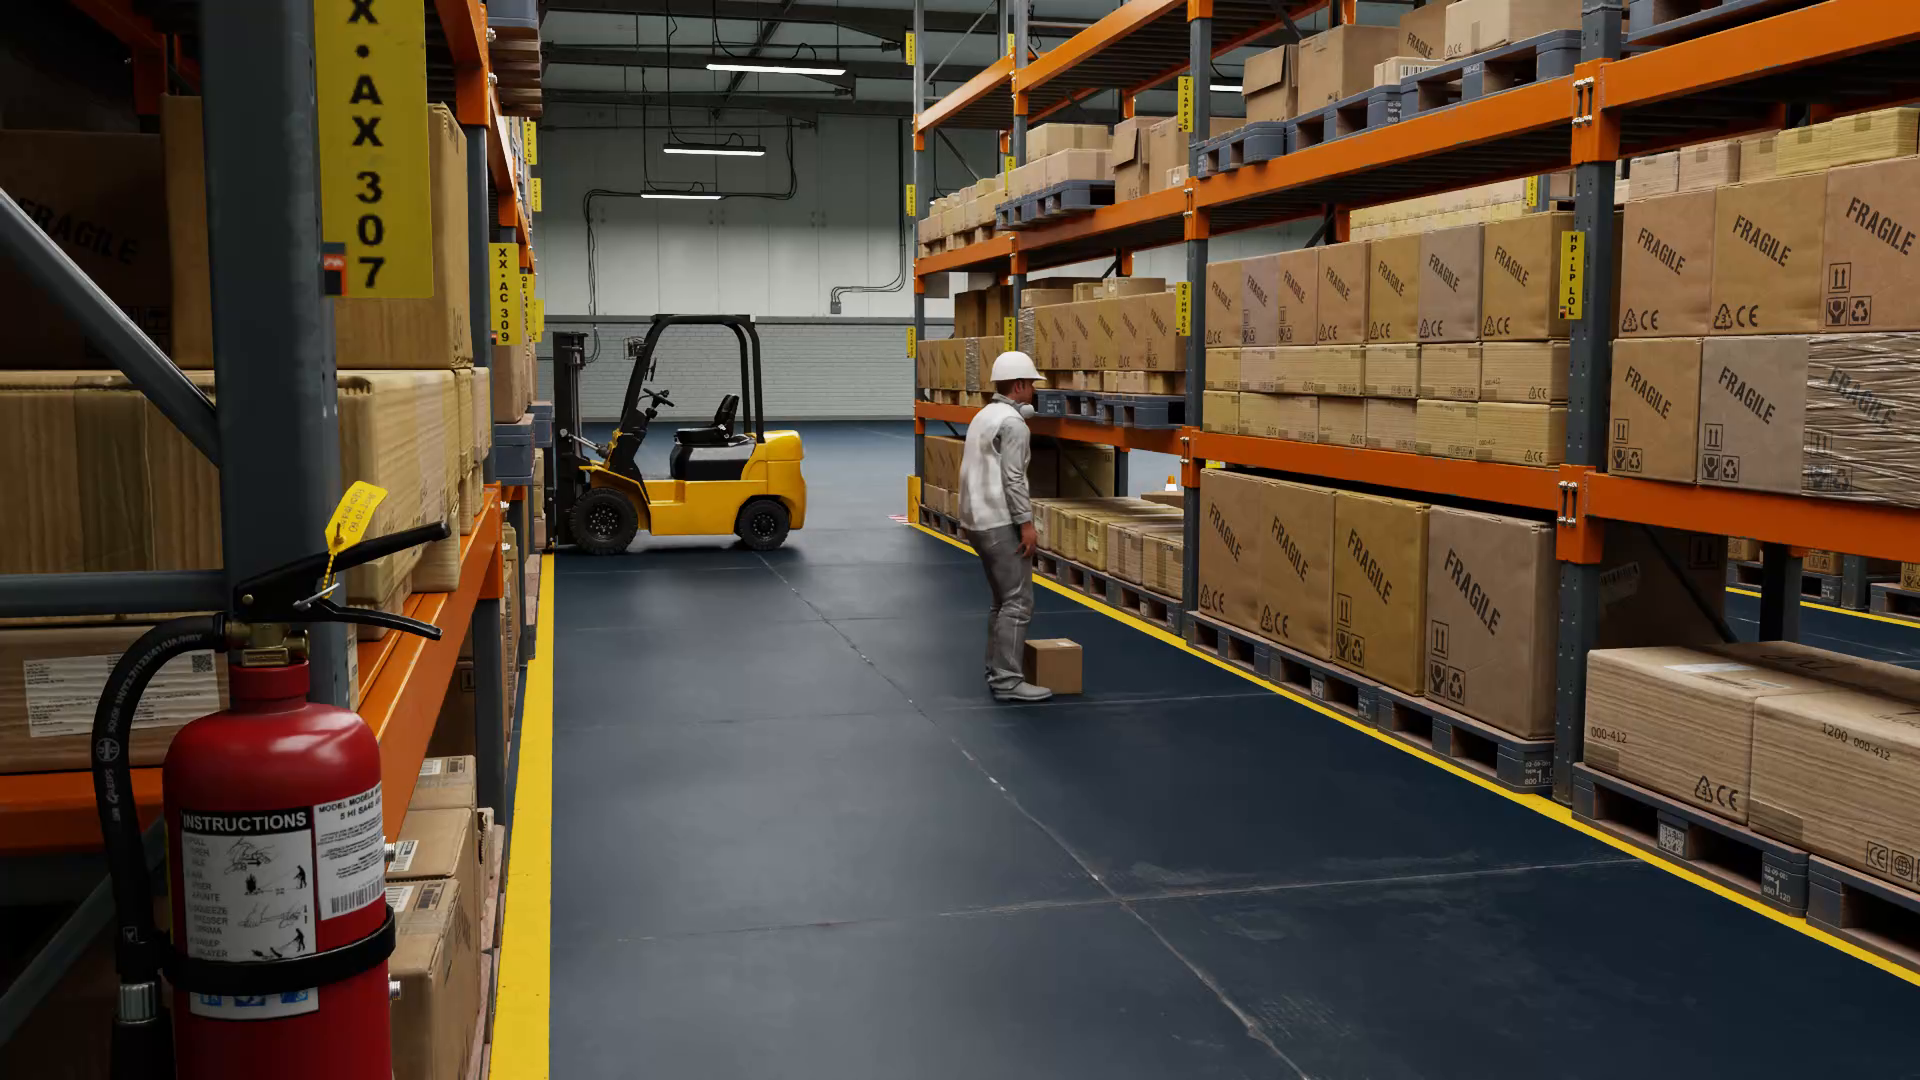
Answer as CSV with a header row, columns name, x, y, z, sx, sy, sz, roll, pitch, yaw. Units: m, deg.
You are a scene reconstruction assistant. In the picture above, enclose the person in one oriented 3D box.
name,x,y,z,sx,sy,sz,roll,pitch,yaw
person,0.235,-0.084,8.603,0.469,1.772,0.594,-2,6,-17
